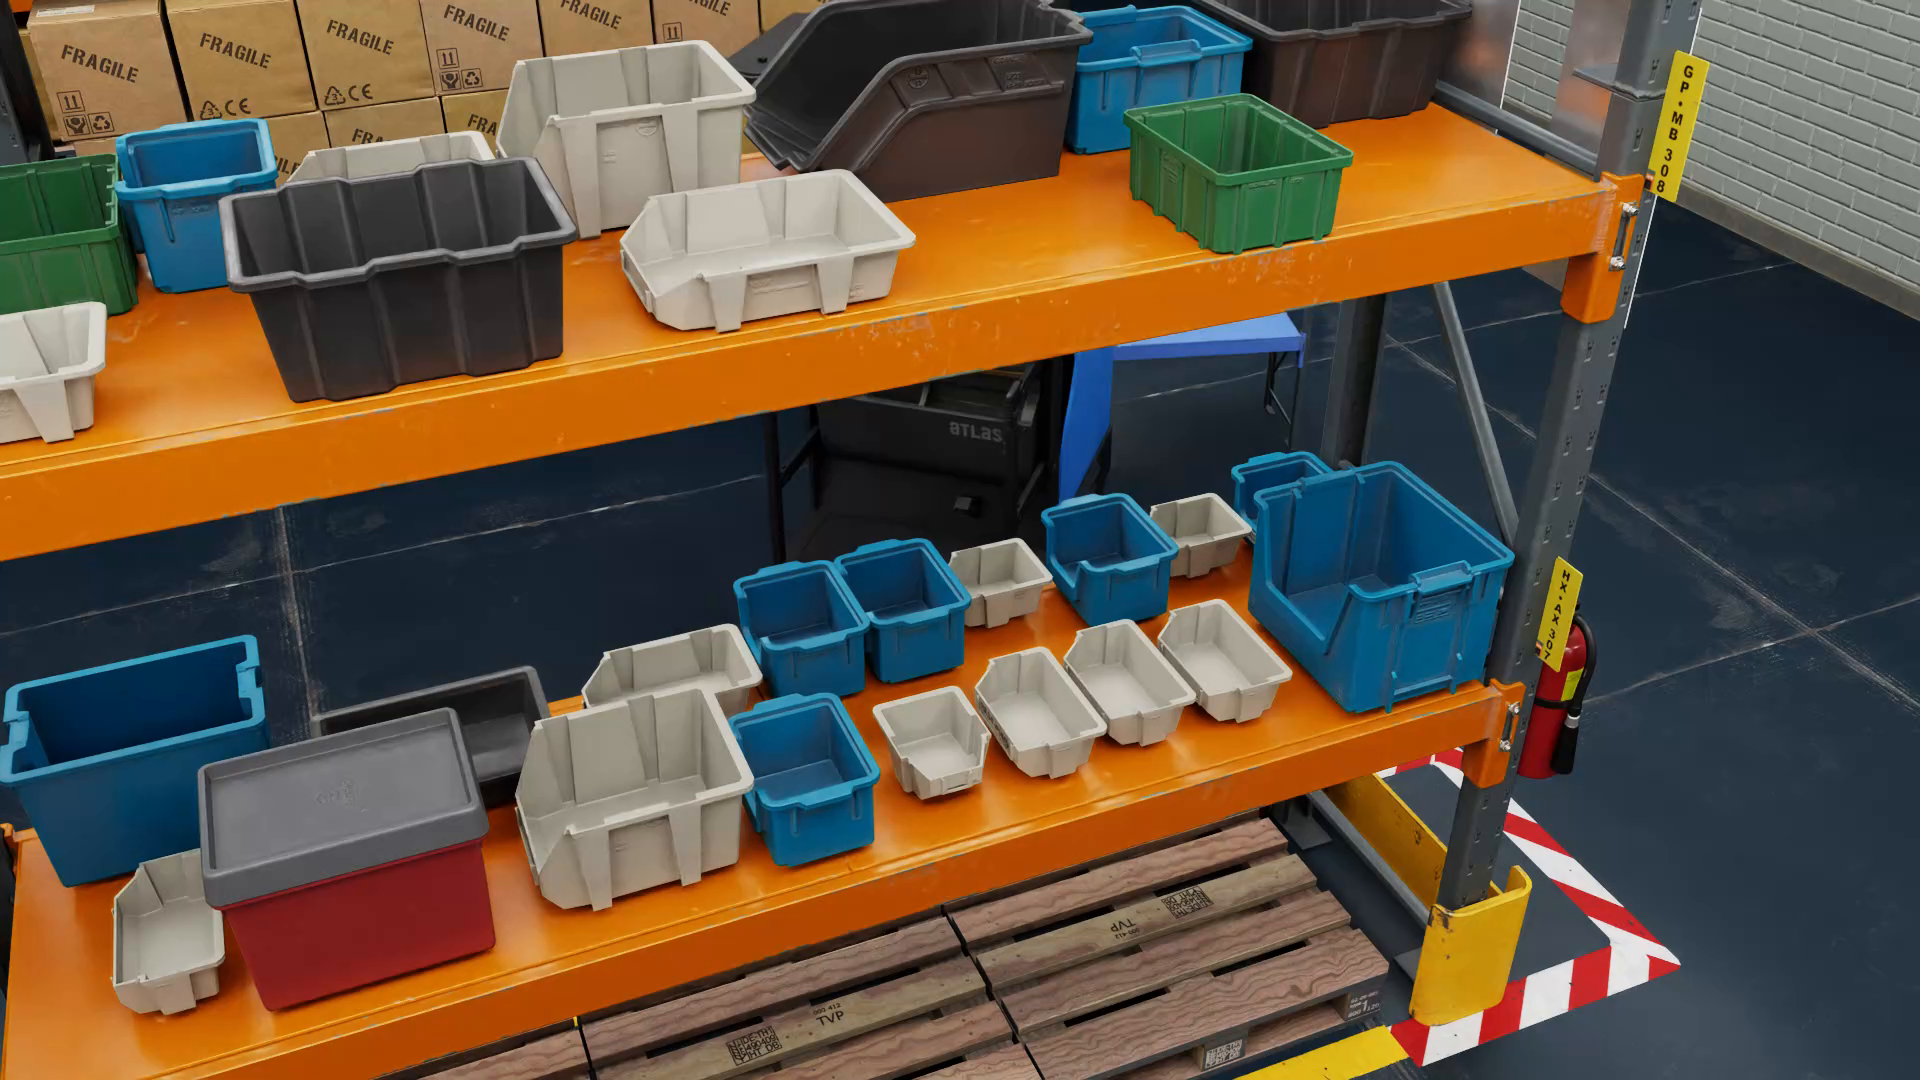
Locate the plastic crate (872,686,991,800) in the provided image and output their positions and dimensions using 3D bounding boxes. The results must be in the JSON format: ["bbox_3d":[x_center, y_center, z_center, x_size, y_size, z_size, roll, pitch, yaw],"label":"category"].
[{"bbox_3d":[-0.065,0.545,4.348,0.250,0.136,0.298,-13,35,-19],"label":"plastic crate"}]

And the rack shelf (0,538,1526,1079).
[{"bbox_3d":[-0.441,0.724,4.547,4.000,0.370,1.077,-13,35,-19],"label":"rack shelf"}]

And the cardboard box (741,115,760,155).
[{"bbox_3d":[-1.296,-2.191,8.275,0.500,0.500,0.500,-13,35,-19],"label":"cardboard box"}]

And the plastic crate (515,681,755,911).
[{"bbox_3d":[-0.806,0.639,4.071,0.530,0.282,0.437,-13,35,-19],"label":"plastic crate"}]

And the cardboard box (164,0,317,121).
[{"bbox_3d":[-3.180,-2.175,7.335,0.500,0.500,0.500,-14,36,-20],"label":"cardboard box"}]

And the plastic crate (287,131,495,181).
[{"bbox_3d":[-1.260,-0.762,3.663,0.466,0.136,0.293,-13,35,-19],"label":"plastic crate"}]

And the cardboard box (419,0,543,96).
[{"bbox_3d":[-2.230,-2.393,7.669,0.500,0.500,0.500,-12,35,-17],"label":"cardboard box"}]

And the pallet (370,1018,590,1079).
[{"bbox_3d":[-1.622,1.838,4.731,1.213,0.211,1.003,-13,35,-19],"label":"pallet"}]

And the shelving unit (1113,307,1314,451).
[{"bbox_3d":[1.156,-1.181,8.190,1.048,1.500,0.538,-4,33,-6],"label":"shelving unit"}]

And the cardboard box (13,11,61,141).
[{"bbox_3d":[-6.669,-3.210,11.519,0.750,0.750,0.750,-12,35,-18],"label":"cardboard box"}]

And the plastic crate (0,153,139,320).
[{"bbox_3d":[-2.011,-0.566,3.313,0.662,0.188,0.450,-13,35,-19],"label":"plastic crate"}]

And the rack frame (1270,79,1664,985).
[{"bbox_3d":[1.403,0.000,5.000,0.127,3.000,1.000,-13,35,-19],"label":"rack frame"}]

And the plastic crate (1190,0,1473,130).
[{"bbox_3d":[0.940,-1.262,4.308,0.590,0.269,0.497,-13,35,-19],"label":"plastic crate"}]

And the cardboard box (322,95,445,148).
[{"bbox_3d":[-2.691,-1.874,7.788,0.500,0.500,0.500,-13,35,-19],"label":"cardboard box"}]

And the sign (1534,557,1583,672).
[{"bbox_3d":[1.631,0.205,4.536,0.005,0.325,0.100,-13,35,-19],"label":"sign"}]

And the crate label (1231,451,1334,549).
[{"bbox_3d":[1.048,-0.069,5.204,0.303,0.233,0.416,-13,35,-19],"label":"crate label"}]

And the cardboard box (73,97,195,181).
[{"bbox_3d":[-3.624,-1.660,7.459,0.500,0.500,0.500,-12,35,-18],"label":"cardboard box"}]

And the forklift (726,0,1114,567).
[{"bbox_3d":[-0.196,-0.867,6.394,1.130,2.935,3.031,10,34,15],"label":"forklift"}]

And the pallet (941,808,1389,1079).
[{"bbox_3d":[0.628,1.323,5.523,1.213,0.211,1.003,-13,35,-19],"label":"pallet"}]

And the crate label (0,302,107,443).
[{"bbox_3d":[-1.722,-0.260,2.891,0.466,0.136,0.293,-13,35,-19],"label":"crate label"}]

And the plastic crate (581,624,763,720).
[{"bbox_3d":[-0.796,0.411,4.555,0.466,0.136,0.293,-13,35,-19],"label":"plastic crate"}]

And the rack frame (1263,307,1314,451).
[{"bbox_3d":[1.661,-1.214,8.241,0.032,1.500,0.500,-4,33,-6],"label":"rack frame"}]

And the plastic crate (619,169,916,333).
[{"bbox_3d":[-0.406,-0.586,3.391,0.530,0.136,0.437,-13,35,-19],"label":"plastic crate"}]

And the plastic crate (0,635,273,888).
[{"bbox_3d":[-1.987,0.556,4.105,0.575,0.384,0.392,-13,35,-19],"label":"plastic crate"}]

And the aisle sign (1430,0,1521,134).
[{"bbox_3d":[1.355,-1.254,4.544,0.004,0.787,0.394,-13,35,-19],"label":"aisle sign"}]

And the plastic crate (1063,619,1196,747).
[{"bbox_3d":[0.449,0.402,4.568,0.243,0.136,0.396,-13,35,-19],"label":"plastic crate"}]

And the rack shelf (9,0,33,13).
[{"bbox_3d":[-7.964,-3.414,10.906,4.000,0.370,1.077,-13,35,-19],"label":"rack shelf"}]

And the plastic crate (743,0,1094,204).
[{"bbox_3d":[-0.112,-1.047,3.915,0.767,0.338,0.504,-13,35,-19],"label":"plastic crate"}]

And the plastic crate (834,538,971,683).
[{"bbox_3d":[-0.166,0.209,4.776,0.300,0.233,0.416,-13,35,-19],"label":"plastic crate"}]

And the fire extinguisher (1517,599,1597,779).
[{"bbox_3d":[1.718,0.385,4.820,0.183,0.674,0.296,-13,35,-19],"label":"fire extinguisher"}]

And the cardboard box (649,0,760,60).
[{"bbox_3d":[-1.280,-2.613,8.008,0.500,0.500,0.500,-12,35,-18],"label":"cardboard box"}]

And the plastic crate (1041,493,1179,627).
[{"bbox_3d":[0.441,0.070,4.990,0.300,0.233,0.416,-13,35,-19],"label":"plastic crate"}]
